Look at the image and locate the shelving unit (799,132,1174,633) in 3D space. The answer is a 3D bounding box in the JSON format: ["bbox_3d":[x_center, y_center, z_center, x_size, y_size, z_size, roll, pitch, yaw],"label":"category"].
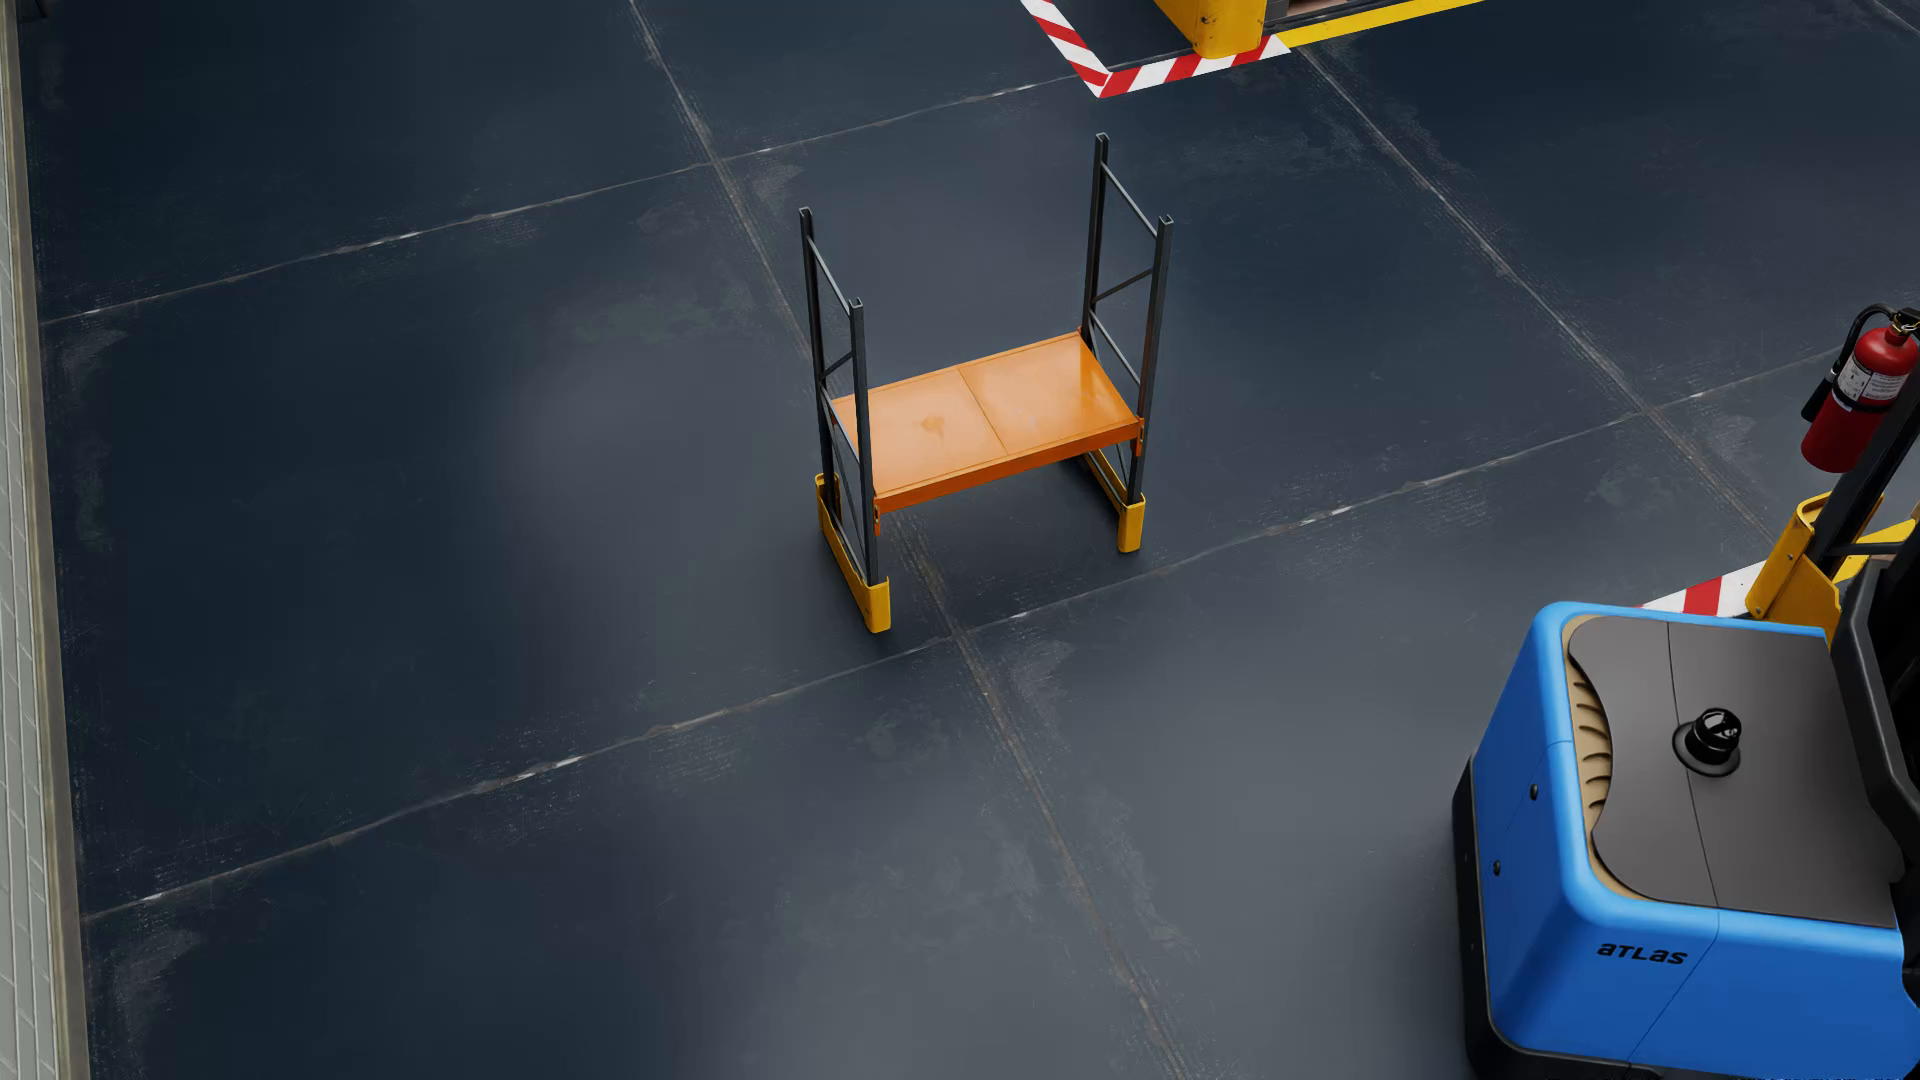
[{"bbox_3d":[0.071,-0.511,5.700,1.083,1.500,0.587,-17,52,-14],"label":"shelving unit"}]

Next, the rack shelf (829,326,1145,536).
[{"bbox_3d":[0.079,-0.396,5.838,1.000,0.185,0.538,-17,52,-14],"label":"rack shelf"}]

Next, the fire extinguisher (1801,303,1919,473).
[{"bbox_3d":[2.737,-0.488,4.989,0.183,0.674,0.296,-17,52,-14],"label":"fire extinguisher"}]

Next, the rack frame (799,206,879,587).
[{"bbox_3d":[-0.392,-0.367,5.577,0.032,1.500,0.500,-17,52,-14],"label":"rack frame"}]

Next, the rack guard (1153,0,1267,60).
[{"bbox_3d":[1.158,-3.009,8.505,0.348,0.500,1.175,-17,52,-14],"label":"rack guard"}]

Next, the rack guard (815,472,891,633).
[{"bbox_3d":[-0.390,0.040,6.051,0.087,0.250,0.587,-17,52,-14],"label":"rack guard"}]

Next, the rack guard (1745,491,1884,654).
[{"bbox_3d":[3.216,0.410,5.568,0.348,0.500,1.175,-17,52,-14],"label":"rack guard"}]

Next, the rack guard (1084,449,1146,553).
[{"bbox_3d":[0.532,-0.246,6.297,0.087,0.250,0.587,-17,52,-14],"label":"rack guard"}]

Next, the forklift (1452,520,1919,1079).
[{"bbox_3d":[3.046,0.426,3.952,3.031,2.935,1.130,6,50,5],"label":"forklift"}]

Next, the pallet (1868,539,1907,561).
[{"bbox_3d":[3.981,0.296,5.857,1.213,0.211,1.003,-17,52,-14],"label":"pallet"}]

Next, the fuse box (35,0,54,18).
[{"bbox_3d":[-4.691,-3.294,7.951,0.414,1.711,0.539,-17,52,-14],"label":"fuse box"}]

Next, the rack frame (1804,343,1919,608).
[{"bbox_3d":[3.145,-0.383,4.601,0.127,3.000,1.000,-17,52,-14],"label":"rack frame"}]

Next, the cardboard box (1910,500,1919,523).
[{"bbox_3d":[3.526,-0.039,5.713,0.250,0.149,0.380,-18,52,-15],"label":"cardboard box"}]

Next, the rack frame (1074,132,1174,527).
[{"bbox_3d":[0.550,-0.659,5.827,0.032,1.500,0.500,-17,52,-14],"label":"rack frame"}]

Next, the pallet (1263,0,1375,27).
[{"bbox_3d":[1.891,-3.206,8.864,1.213,0.211,1.003,-17,52,-14],"label":"pallet"}]
